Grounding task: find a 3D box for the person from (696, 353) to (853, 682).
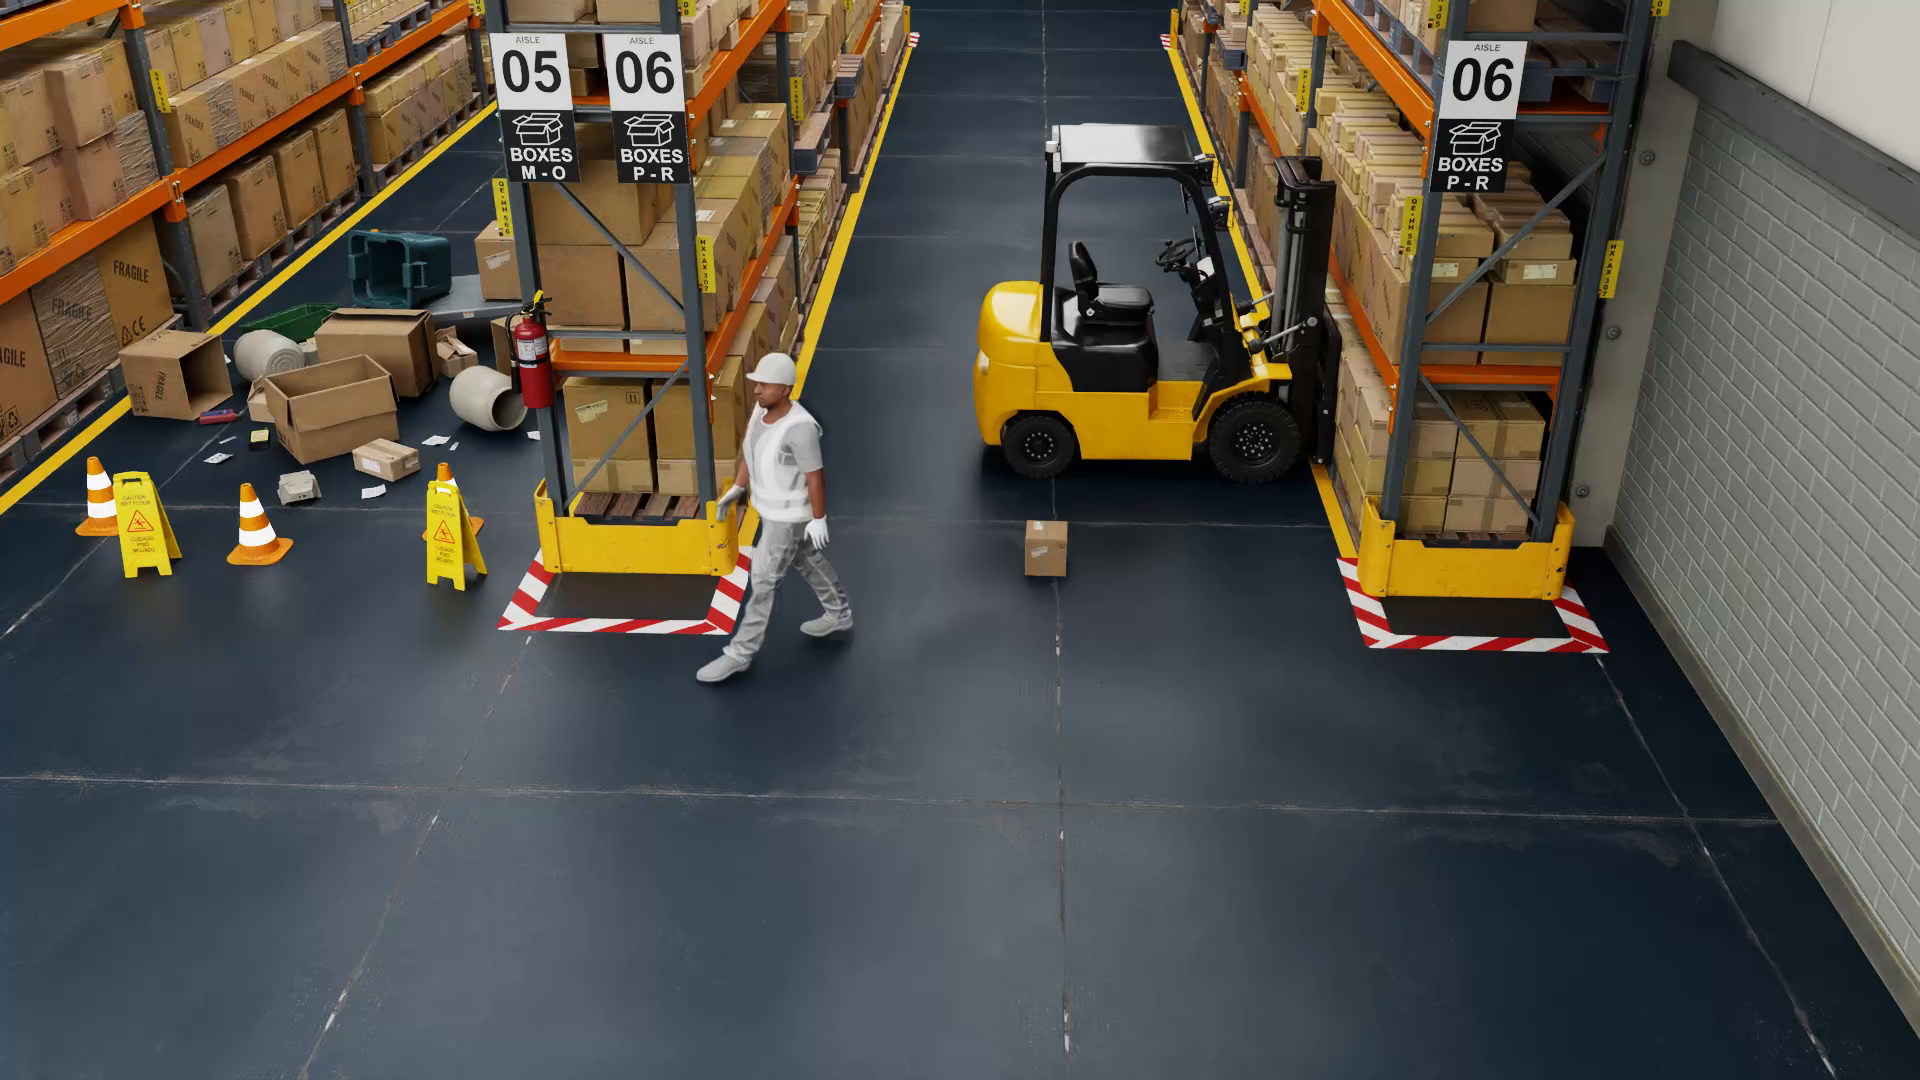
[{"bbox_3d":[-1.038,-0.162,8.865,0.983,1.736,0.565,-13,30,-23],"label":"person"}]
